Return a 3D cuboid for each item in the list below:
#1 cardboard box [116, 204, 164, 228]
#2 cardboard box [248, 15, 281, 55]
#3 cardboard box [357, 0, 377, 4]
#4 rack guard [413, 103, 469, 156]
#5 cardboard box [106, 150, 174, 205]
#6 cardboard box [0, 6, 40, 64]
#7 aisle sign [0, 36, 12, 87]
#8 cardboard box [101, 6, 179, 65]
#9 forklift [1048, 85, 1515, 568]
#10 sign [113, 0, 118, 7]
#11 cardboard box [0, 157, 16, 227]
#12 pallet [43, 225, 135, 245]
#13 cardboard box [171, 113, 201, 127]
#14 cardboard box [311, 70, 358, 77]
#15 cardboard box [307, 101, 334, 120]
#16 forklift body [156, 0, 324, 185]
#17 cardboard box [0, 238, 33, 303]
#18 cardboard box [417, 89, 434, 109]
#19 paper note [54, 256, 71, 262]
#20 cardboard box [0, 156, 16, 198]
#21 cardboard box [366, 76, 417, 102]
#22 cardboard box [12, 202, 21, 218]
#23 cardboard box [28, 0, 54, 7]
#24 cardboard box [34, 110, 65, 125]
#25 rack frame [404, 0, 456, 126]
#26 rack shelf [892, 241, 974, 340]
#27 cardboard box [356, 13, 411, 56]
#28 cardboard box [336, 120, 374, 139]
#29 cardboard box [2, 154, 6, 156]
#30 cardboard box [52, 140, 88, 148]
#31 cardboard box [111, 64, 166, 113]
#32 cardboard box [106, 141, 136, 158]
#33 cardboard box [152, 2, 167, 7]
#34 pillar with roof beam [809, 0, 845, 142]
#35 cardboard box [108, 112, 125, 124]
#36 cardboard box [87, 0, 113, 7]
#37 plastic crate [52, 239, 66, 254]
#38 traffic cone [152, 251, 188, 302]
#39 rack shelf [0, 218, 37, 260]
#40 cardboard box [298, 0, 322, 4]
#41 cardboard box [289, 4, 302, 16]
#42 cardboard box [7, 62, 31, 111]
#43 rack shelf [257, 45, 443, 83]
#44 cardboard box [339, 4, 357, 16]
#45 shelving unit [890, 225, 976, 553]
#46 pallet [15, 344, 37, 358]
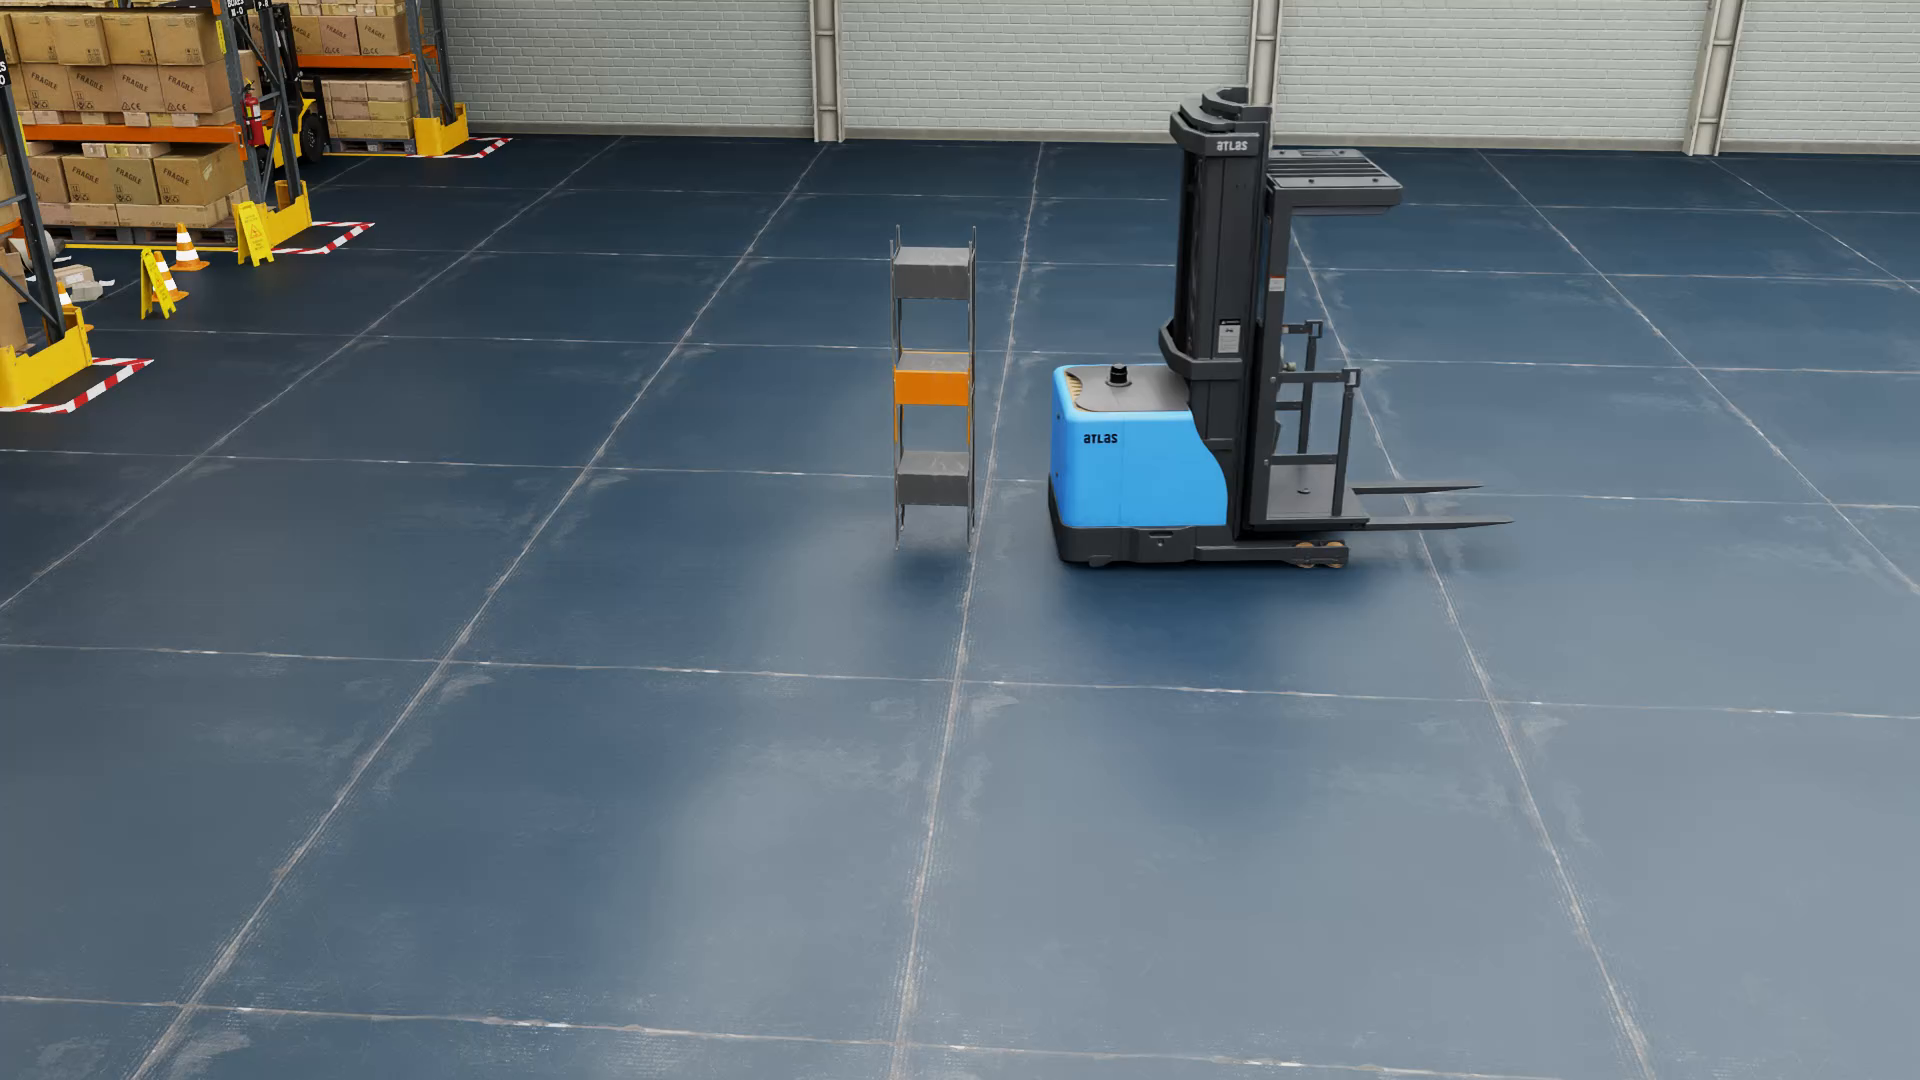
[{"bbox_3d":[-8.922,-3.637,18.353,0.500,0.250,0.500,2,25,4],"label":"cardboard box"},{"bbox_3d":[-9.244,-6.831,22.387,0.500,0.500,0.500,2,25,4],"label":"cardboard box"},{"bbox_3d":[-7.825,-7.225,22.111,0.250,0.149,0.380,2,25,4],"label":"cardboard box"},{"bbox_3d":[-7.180,-5.694,23.027,0.348,0.500,1.175,2,25,4],"label":"rack guard"},{"bbox_3d":[-8.919,-3.976,18.193,0.500,0.500,0.500,3,25,6],"label":"cardboard box"},{"bbox_3d":[-10.140,-5.367,17.655,0.500,0.500,0.700,1,25,3],"label":"cardboard box"},{"bbox_3d":[-7.765,-3.999,13.243,0.004,0.787,0.394,2,25,4],"label":"aisle sign"},{"bbox_3d":[-8.610,-5.341,17.598,0.500,0.500,0.700,2,25,4],"label":"cardboard box"},{"bbox_3d":[2.145,-1.368,10.716,3.031,2.935,1.130,-1,25,-2],"label":"forklift"},{"bbox_3d":[-11.224,-7.222,22.067,0.005,0.325,0.100,2,25,4],"label":"sign"},{"bbox_3d":[-8.232,-2.757,13.473,0.550,0.550,0.875,2,25,4],"label":"cardboard box"},{"bbox_3d":[-9.676,-3.578,18.774,1.213,0.211,1.003,2,25,4],"label":"pallet"},{"bbox_3d":[-8.230,-4.532,17.812,0.250,0.149,0.380,2,25,3],"label":"cardboard box"},{"bbox_3d":[-8.665,-6.356,23.065,0.500,0.250,0.500,2,25,4],"label":"cardboard box"},{"bbox_3d":[-8.729,-5.913,22.701,0.500,0.250,0.500,1,25,3],"label":"cardboard box"},{"bbox_3d":[-9.234,-5.746,21.163,1.214,2.155,2.313,2,25,4],"label":"forklift body"},{"bbox_3d":[-9.525,-2.629,16.361,0.637,0.503,0.797,-17,30,-32],"label":"cardboard box"},{"bbox_3d":[-7.657,-6.101,23.110,0.500,0.250,0.500,2,25,5],"label":"cardboard box"},{"bbox_3d":[-9.572,-3.001,17.736,0.148,0.019,0.142,-7,26,-14],"label":"paper note"},{"bbox_3d":[-10.466,-4.029,18.306,0.500,0.500,0.500,3,25,6],"label":"cardboard box"},{"bbox_3d":[-7.687,-6.111,22.534,0.500,0.250,0.500,3,25,6],"label":"cardboard box"},{"bbox_3d":[-10.468,-3.688,18.463,0.500,0.250,0.500,3,25,7],"label":"cardboard box"},{"bbox_3d":[-12.321,-7.201,22.415,0.250,0.149,0.380,1,25,2],"label":"cardboard box"},{"bbox_3d":[-9.751,-4.591,17.939,0.250,0.149,0.380,2,25,4],"label":"cardboard box"},{"bbox_3d":[-7.204,-6.831,22.507,0.127,3.000,1.000,2,25,4],"label":"rack frame"},{"bbox_3d":[-0.165,-1.583,10.536,0.480,0.518,0.431,2,25,4],"label":"rack shelf"},{"bbox_3d":[-7.715,-6.782,22.282,0.500,0.500,0.500,1,25,3],"label":"cardboard box"},{"bbox_3d":[-8.192,-5.676,22.783,0.500,0.250,0.500,2,25,4],"label":"cardboard box"},{"bbox_3d":[-10.368,-4.291,18.100,0.250,0.149,0.380,3,25,6],"label":"cardboard box"},{"bbox_3d":[-9.942,-4.234,18.752,0.500,0.500,0.500,3,25,7],"label":"cardboard box"},{"bbox_3d":[-8.641,-4.863,17.754,0.500,0.500,0.500,2,25,4],"label":"cardboard box"},{"bbox_3d":[-9.020,-4.249,18.009,0.250,0.149,0.380,2,25,5],"label":"cardboard box"},{"bbox_3d":[-10.636,-7.171,22.351,0.250,0.149,0.380,2,25,5],"label":"cardboard box"},{"bbox_3d":[-2.176,-7.968,17.801,0.400,9.000,9.100,2,25,4],"label":"pillar with roof beam"},{"bbox_3d":[-8.988,-4.612,17.985,0.250,0.149,0.380,2,25,5],"label":"cardboard box"},{"bbox_3d":[-11.550,-7.217,22.451,0.250,0.149,0.380,3,25,6],"label":"cardboard box"},{"bbox_3d":[-10.066,-3.172,18.047,0.583,0.080,0.402,-7,26,-14],"label":"plastic crate"},{"bbox_3d":[-7.854,-2.612,16.373,0.334,0.463,0.336,2,25,4],"label":"traffic cone"},{"bbox_3d":[-9.852,-2.433,13.809,4.000,0.370,1.077,2,25,4],"label":"rack shelf"},{"bbox_3d":[-8.599,-7.223,22.107,0.250,0.149,0.380,2,25,5],"label":"cardboard box"},{"bbox_3d":[-8.852,-7.096,22.187,0.250,0.149,0.380,2,25,4],"label":"cardboard box"},{"bbox_3d":[-10.149,-4.912,17.862,0.500,0.500,0.500,2,25,4],"label":"cardboard box"},{"bbox_3d":[-9.198,-6.568,22.796,4.000,0.370,1.077,2,25,4],"label":"rack shelf"},{"bbox_3d":[-8.082,-7.095,22.185,0.250,0.149,0.380,2,25,5],"label":"cardboard box"},{"bbox_3d":[-0.165,-0.959,10.823,0.503,2.100,0.431,2,25,4],"label":"shelving unit"},{"bbox_3d":[-8.661,-1.422,14.087,1.213,0.211,1.003,2,25,4],"label":"pallet"}]
